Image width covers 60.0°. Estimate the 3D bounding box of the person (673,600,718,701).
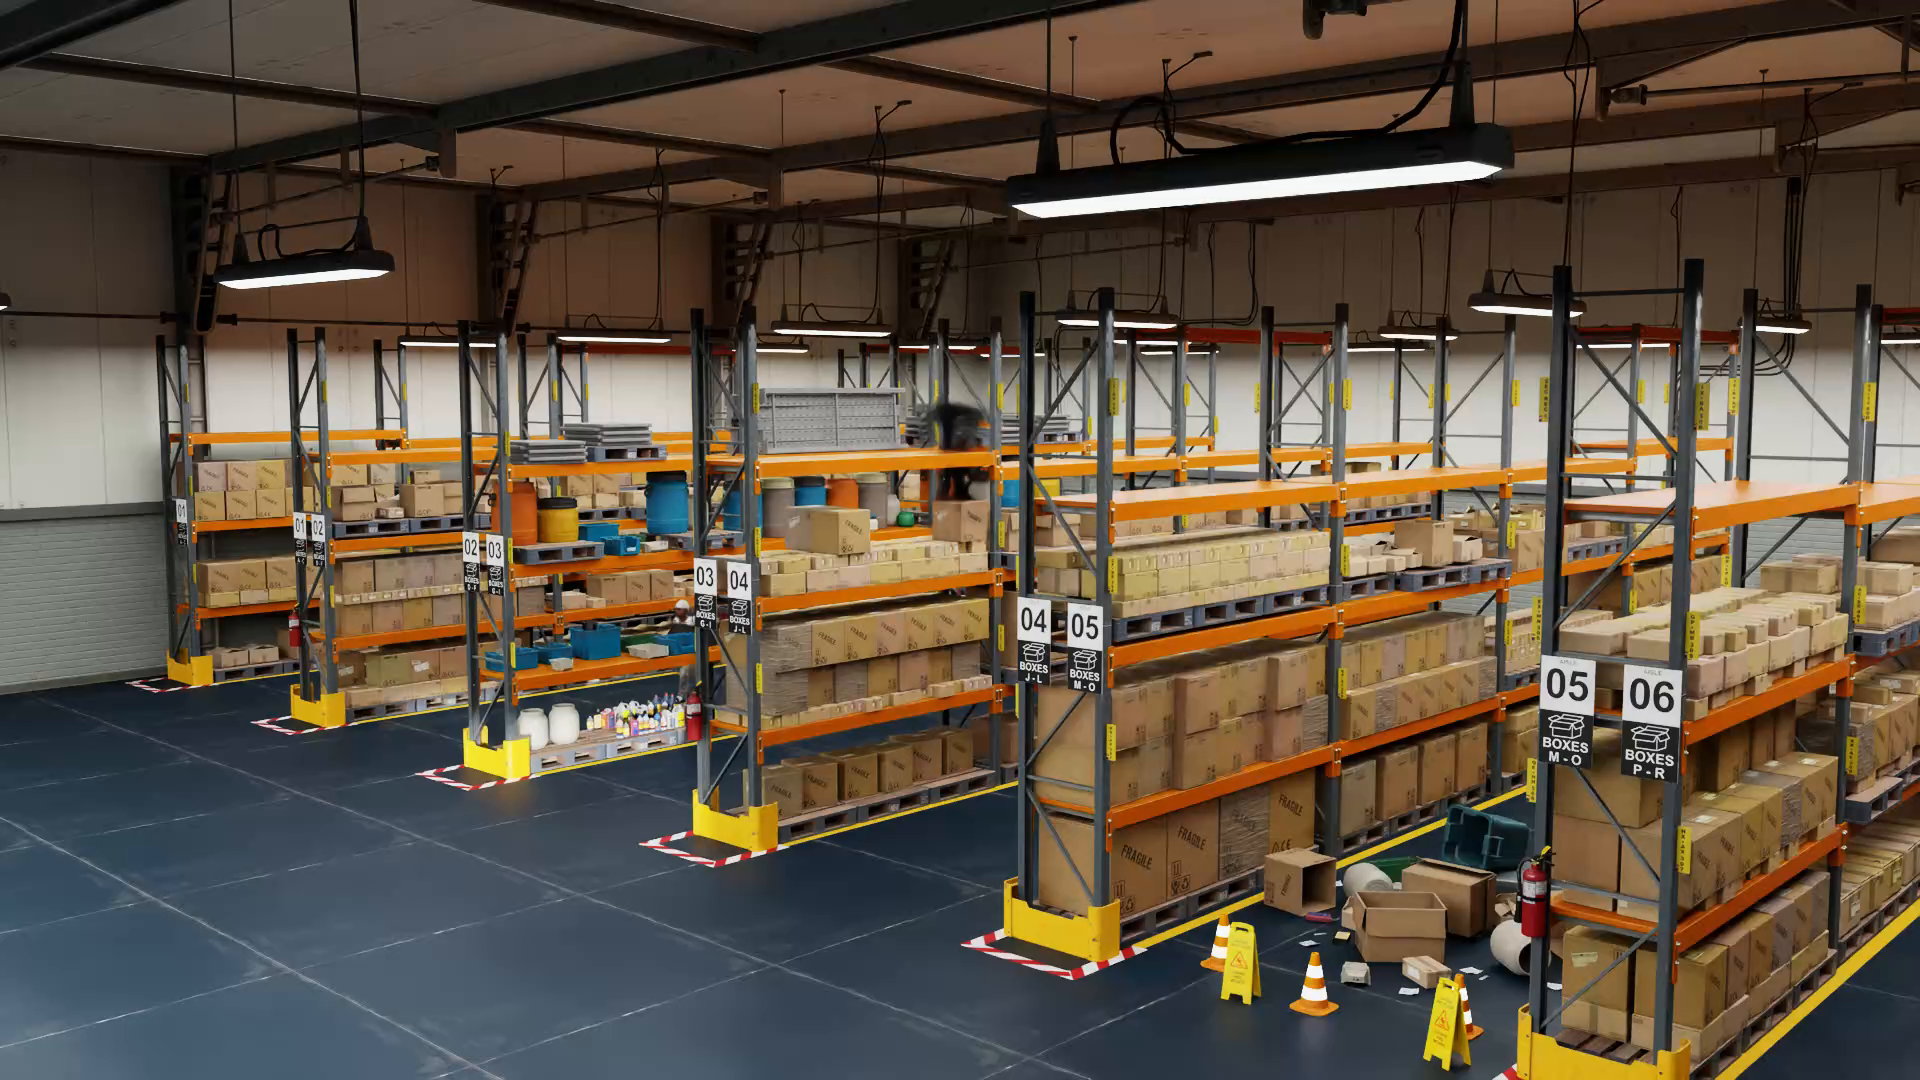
[{"bbox_3d":[-4.241,1.803,26.193,1.037,1.757,0.646,-5,7,-41],"label":"person"}]
